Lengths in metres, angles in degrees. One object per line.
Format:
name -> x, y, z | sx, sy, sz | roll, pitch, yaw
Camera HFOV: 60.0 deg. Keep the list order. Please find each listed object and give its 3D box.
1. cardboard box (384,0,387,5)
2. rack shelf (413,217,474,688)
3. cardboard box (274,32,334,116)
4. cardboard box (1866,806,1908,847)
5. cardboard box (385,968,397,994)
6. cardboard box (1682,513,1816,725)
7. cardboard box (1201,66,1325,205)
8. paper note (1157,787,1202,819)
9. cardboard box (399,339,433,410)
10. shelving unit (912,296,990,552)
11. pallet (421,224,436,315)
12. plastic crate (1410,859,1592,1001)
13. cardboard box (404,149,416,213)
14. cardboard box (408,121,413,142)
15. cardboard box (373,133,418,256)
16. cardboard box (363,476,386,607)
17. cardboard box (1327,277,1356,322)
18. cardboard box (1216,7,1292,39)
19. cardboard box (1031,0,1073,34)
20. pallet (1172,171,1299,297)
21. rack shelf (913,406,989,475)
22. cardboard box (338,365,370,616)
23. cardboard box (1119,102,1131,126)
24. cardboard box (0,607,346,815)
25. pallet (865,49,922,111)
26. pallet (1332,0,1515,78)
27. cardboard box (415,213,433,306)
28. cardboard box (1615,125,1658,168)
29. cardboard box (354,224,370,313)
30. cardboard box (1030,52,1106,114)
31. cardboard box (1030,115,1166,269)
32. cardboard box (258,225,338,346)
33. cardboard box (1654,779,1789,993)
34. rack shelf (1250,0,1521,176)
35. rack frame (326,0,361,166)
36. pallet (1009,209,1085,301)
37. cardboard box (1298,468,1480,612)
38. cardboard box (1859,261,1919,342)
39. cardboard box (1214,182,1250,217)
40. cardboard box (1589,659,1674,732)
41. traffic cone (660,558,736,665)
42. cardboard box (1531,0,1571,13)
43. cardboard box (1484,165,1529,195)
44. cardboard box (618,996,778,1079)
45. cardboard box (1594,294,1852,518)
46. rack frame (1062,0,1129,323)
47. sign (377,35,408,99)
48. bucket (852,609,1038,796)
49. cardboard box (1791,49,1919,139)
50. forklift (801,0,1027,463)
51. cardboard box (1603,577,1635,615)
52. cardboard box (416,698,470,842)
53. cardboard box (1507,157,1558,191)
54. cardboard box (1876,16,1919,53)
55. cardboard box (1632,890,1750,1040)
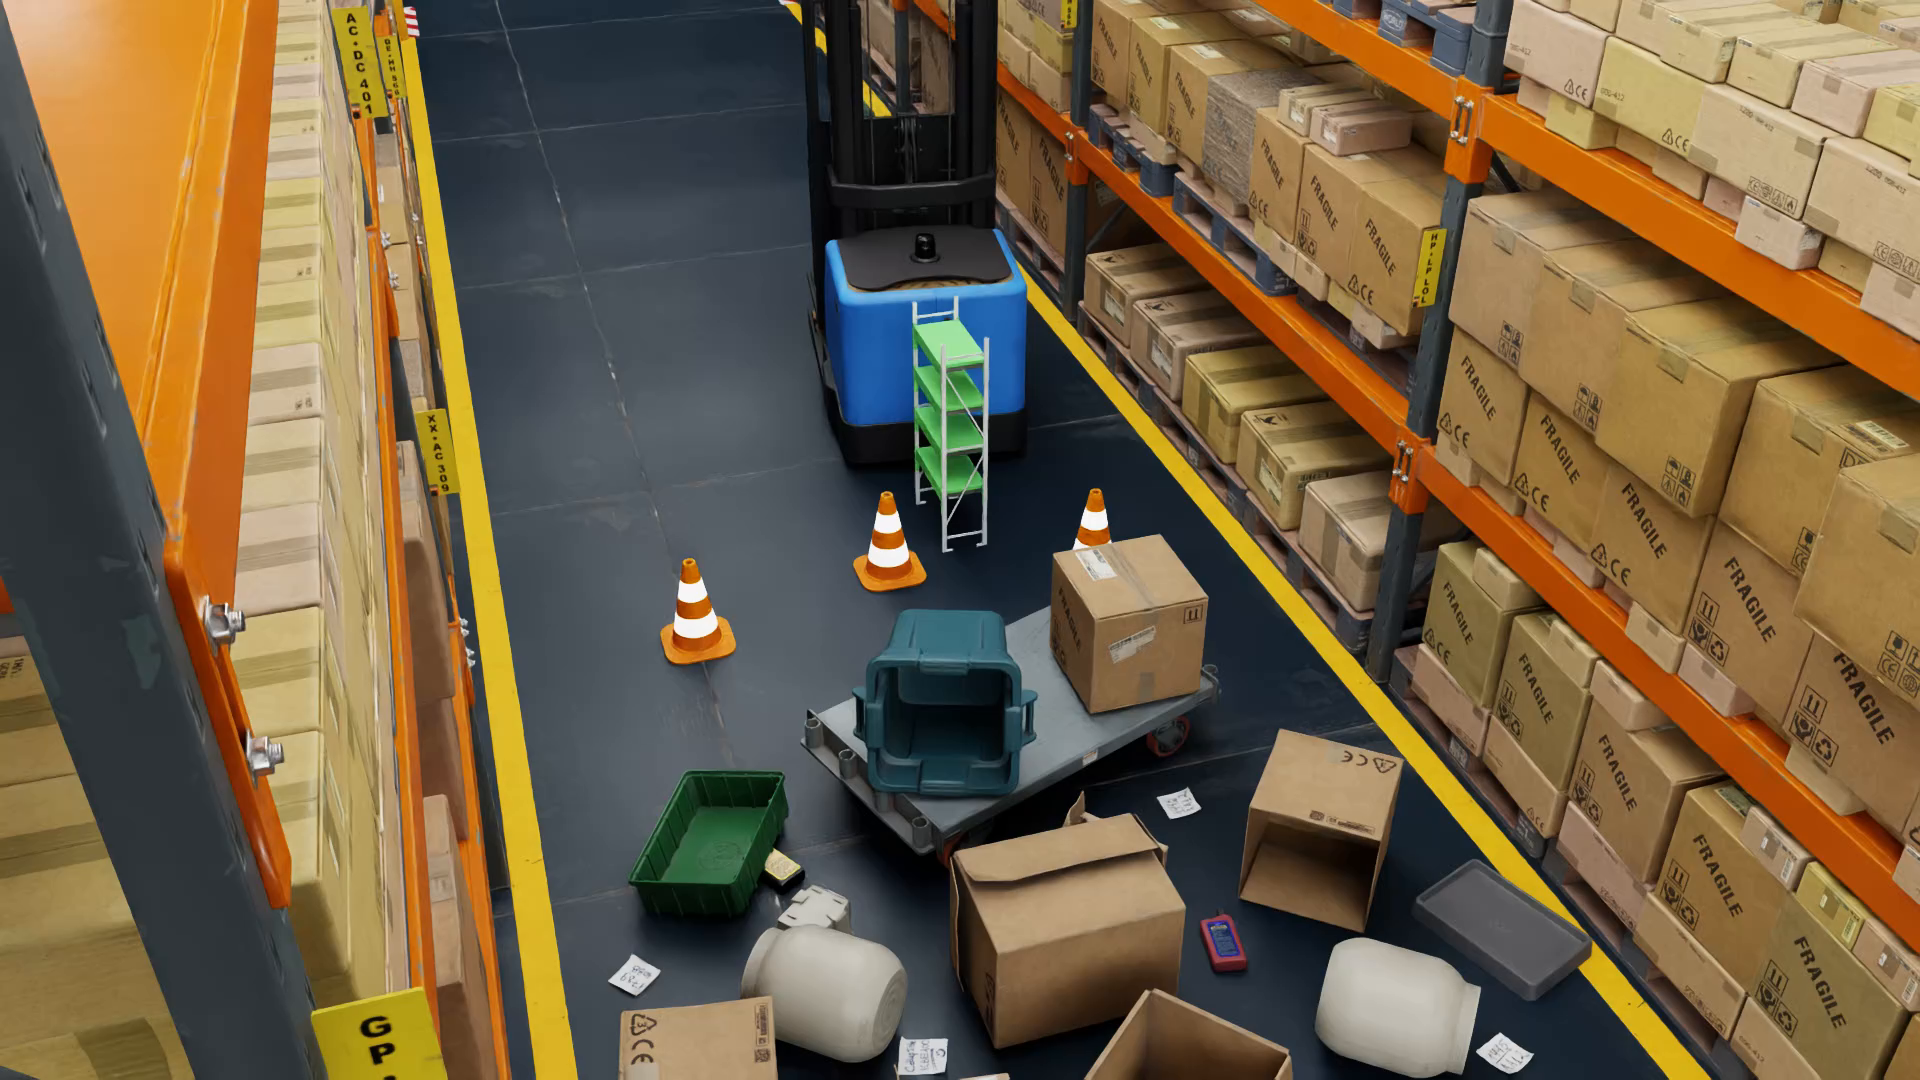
cardboard box -> -4.505, -4.105, 12.469 | 0.380, 0.149, 0.250 | -9, 34, -13
rack shelf -> -2.900, -0.556, 7.523 | 1.077, 0.370, 4.000 | -10, 35, -15
cardboard box -> -1.722, -1.099, 4.004 | 0.380, 0.149, 0.250 | -10, 35, -15
cardboard box -> 3.003, 0.813, 5.027 | 0.380, 0.149, 0.250 | -10, 35, -14
cardboard box -> -0.869, 0.697, 2.010 | 0.380, 0.149, 0.250 | -10, 35, -14
cardboard box -> 2.751, 0.208, 5.354 | 0.500, 0.500, 0.500 | -10, 35, -14
cardboard box -> 1.569, -2.043, 8.380 | 0.500, 0.500, 0.500 | -11, 35, -17
paper note -> 0.930, 1.113, 7.038 | 0.148, 0.019, 0.142 | -10, 35, -15
cardboard box -> -2.349, -0.434, 6.595 | 0.500, 0.500, 0.500 | -10, 35, -14
shelving unit -> -0.050, -0.587, 8.551 | 0.258, 1.200, 0.503 | -10, 35, -15
pallet -> -4.116, -1.792, 11.271 | 1.003, 0.211, 1.213 | -10, 35, -15
plastic crate -> 2.091, 1.489, 6.424 | 0.402, 0.080, 0.583 | -23, 40, -31
cardboard box -> -3.784, -2.282, 10.689 | 0.500, 0.250, 0.500 | -10, 35, -14
cardboard box -> -4.536, -3.237, 13.133 | 0.380, 0.149, 0.250 | -12, 35, -17
cardboard box -> -3.117, -1.756, 8.596 | 0.500, 0.500, 0.500 | -10, 35, -15
cardboard box -> -1.254, 0.034, 3.013 | 0.380, 0.149, 0.250 | -10, 35, -15
cardboard box -> 1.909, -1.127, 7.581 | 0.380, 0.149, 0.250 | -11, 35, -16
cardboard box -> 1.744, -2.671, 9.330 | 0.500, 0.500, 0.500 | -11, 35, -15
cardboard box -> 0.766, -3.478, 10.294 | 0.500, 0.500, 0.500 | -11, 35, -16
pallet -> 1.816, -1.679, 8.744 | 1.003, 0.211, 1.213 | -10, 35, -15
rack shelf -> -0.050, -0.534, 8.586 | 0.258, 0.148, 0.480 | -10, 35, -15
cardboard box -> -1.284, -0.063, 2.799 | 0.500, 0.250, 0.500 | -10, 35, -15
cardboard box -> 1.149, -2.506, 9.668 | 0.380, 0.149, 0.250 | -12, 35, -18
cardboard box -> -0.944, 0.238, 1.982 | 0.380, 0.149, 0.250 | -10, 35, -14
pallet -> -0.205, -4.140, 14.824 | 1.003, 0.211, 1.213 | -10, 35, -15
pallet -> 2.306, -2.206, 6.818 | 1.213, 0.211, 1.003 | -10, 35, -15
cardboard box -> -3.640, -1.716, 10.512 | 0.500, 0.500, 0.500 | -10, 35, -14
cardboard box -> 2.462, -1.375, 5.616 | 0.380, 0.149, 0.250 | -10, 35, -15
cardboard box -> -1.640, -0.630, 4.018 | 0.380, 0.149, 0.250 | -10, 35, -15
cardboard box -> 0.771, -2.951, 10.631 | 0.500, 0.250, 0.500 | -11, 35, -16
cardboard box -> 1.041, -2.457, 11.293 | 0.875, 0.875, 0.875 | -10, 35, -15
cardboard box -> -1.334, -0.433, 2.996 | 0.380, 0.149, 0.250 | -10, 35, -14
cardboard box -> 2.811, 1.152, 5.719 | 0.500, 0.500, 0.500 | -11, 35, -16
rack shelf -> 1.783, -2.693, 8.036 | 1.077, 0.370, 4.000 | -10, 35, -15
rack frame -> -2.290, -2.309, 4.081 | 1.000, 3.000, 0.127 | -10, 35, -15
pallet -> 1.004, -2.055, 11.668 | 1.003, 0.211, 1.213 | -10, 35, -15
cardboard box -> 2.231, -0.045, 8.100 | 0.950, 0.372, 0.625 | -10, 35, -14
cardboard box -> 2.727, -0.677, 4.561 | 0.380, 0.149, 0.250 | -10, 35, -15
cardboard box -> 1.542, -1.803, 8.605 | 0.380, 0.149, 0.250 | -9, 34, -13
cardboard box -> 2.540, 0.539, 6.059 | 0.380, 0.149, 0.250 | -8, 34, -12
traffic cone -> -1.261, 0.295, 7.884 | 0.336, 0.463, 0.334 | -10, 35, -15
cardboard box -> 2.178, -1.950, 5.764 | 0.380, 0.149, 0.250 | -11, 35, -16
cardboard box -> 2.523, -1.327, 7.295 | 0.500, 0.500, 0.500 | -9, 35, -14
cardboard box -> -0.839, 1.879, 5.451 | 0.500, 0.500, 0.500 | -4, 34, -6
cardboard box -> 2.583, -0.467, 5.468 | 0.700, 0.500, 0.500 | -11, 35, -16
rack frame -> 1.173, -2.791, 10.253 | 1.000, 3.000, 0.127 | -10, 35, -15
sign -> -2.983, -2.484, 8.738 | 0.100, 0.325, 0.005 | -10, 35, -15
bucket -> -0.053, 0.610, 6.697 | 0.726, 0.611, 0.620 | 1, 23, 2
cardboard box -> 2.628, -1.276, 4.744 | 0.380, 0.149, 0.250 | -11, 35, -15
forklift -> -0.374, -2.451, 9.800 | 1.130, 2.935, 3.031 | -5, 34, -8
cardboard box -> 2.574, 0.162, 6.013 | 0.380, 0.149, 0.250 | -10, 35, -15
cardboard box -> -1.977, 0.608, 4.973 | 0.875, 0.550, 0.550 | -10, 35, -15
cardboard box -> 2.586, -1.609, 7.135 | 0.380, 0.149, 0.250 | -10, 35, -15
cardboard box -> 3.030, -1.497, 5.078 | 0.380, 0.149, 0.250 | -11, 35, -16
cardboard box -> 2.795, 1.455, 5.941 | 0.500, 0.250, 0.500 | -11, 35, -16
